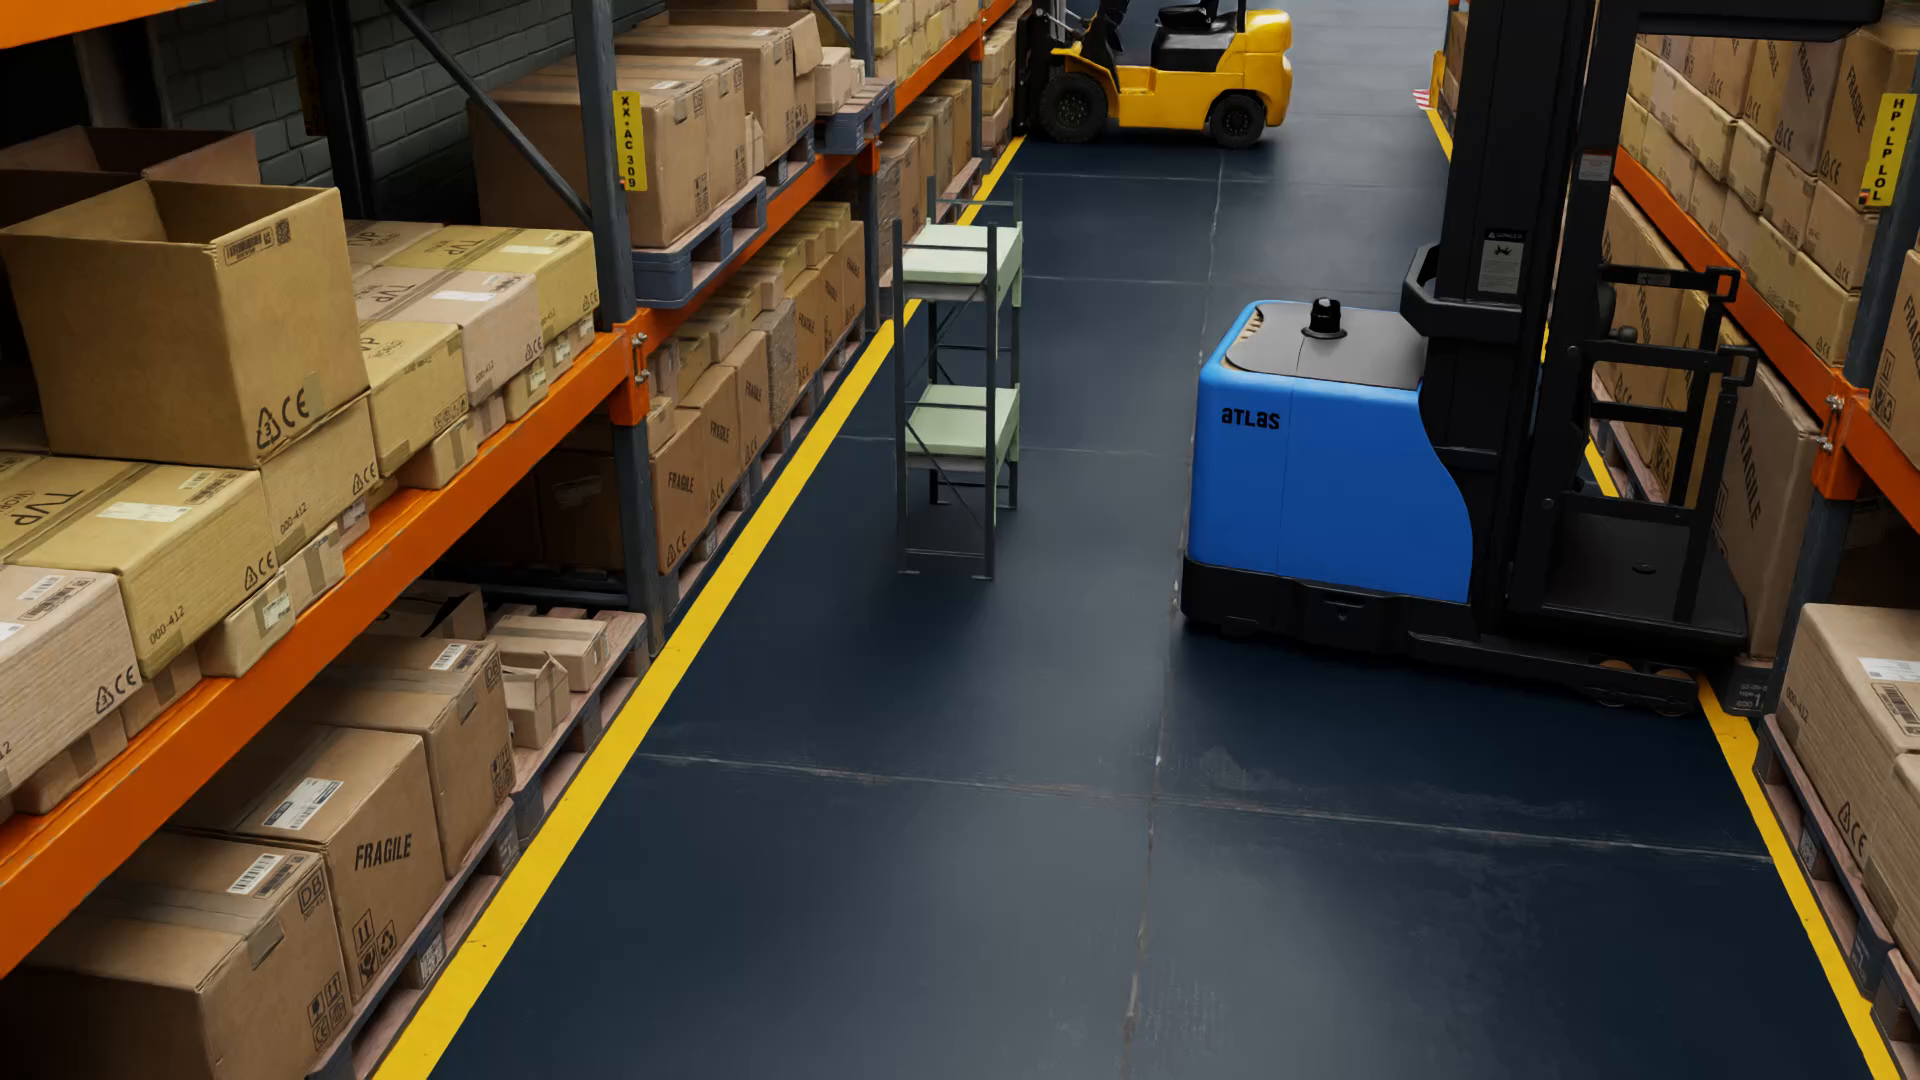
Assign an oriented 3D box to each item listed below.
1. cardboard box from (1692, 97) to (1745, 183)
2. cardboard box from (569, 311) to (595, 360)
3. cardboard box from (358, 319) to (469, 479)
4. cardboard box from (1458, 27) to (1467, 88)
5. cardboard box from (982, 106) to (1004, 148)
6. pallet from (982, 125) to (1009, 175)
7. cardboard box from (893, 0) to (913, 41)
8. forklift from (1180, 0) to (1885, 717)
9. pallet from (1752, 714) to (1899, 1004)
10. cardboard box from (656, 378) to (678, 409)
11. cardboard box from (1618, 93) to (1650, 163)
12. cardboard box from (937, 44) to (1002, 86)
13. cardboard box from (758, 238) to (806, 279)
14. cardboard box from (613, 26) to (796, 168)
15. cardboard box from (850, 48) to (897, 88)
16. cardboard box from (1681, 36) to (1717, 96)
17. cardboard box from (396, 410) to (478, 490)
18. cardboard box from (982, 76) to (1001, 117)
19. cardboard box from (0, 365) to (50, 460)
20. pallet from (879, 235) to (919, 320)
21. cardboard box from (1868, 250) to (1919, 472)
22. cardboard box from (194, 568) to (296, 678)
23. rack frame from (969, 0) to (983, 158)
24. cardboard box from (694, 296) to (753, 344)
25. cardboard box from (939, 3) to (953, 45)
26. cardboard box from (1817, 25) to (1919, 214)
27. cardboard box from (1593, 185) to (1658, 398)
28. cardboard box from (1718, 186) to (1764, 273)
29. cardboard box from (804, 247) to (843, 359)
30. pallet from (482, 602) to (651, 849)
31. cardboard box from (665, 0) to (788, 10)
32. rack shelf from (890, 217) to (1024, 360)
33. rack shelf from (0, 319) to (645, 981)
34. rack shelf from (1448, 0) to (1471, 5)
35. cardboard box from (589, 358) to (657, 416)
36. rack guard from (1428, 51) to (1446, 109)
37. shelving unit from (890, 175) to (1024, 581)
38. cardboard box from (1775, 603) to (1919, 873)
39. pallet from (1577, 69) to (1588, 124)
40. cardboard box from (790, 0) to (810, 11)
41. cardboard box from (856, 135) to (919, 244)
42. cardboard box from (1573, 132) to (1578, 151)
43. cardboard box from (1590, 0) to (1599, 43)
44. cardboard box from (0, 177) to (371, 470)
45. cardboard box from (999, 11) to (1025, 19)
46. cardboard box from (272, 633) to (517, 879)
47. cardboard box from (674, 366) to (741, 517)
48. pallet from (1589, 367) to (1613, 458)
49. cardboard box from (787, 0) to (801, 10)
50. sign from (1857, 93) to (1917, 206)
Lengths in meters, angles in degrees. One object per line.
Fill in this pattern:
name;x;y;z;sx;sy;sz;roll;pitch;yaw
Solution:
cardboard box;3.315;-1.624;6.768;0.500;0.250;0.500;4;25;9
cardboard box;-1.438;-0.700;5.503;0.380;0.149;0.250;4;25;9
cardboard box;-1.639;-0.383;4.357;0.500;0.250;0.500;4;25;8
cardboard box;4.645;-4.169;14.482;0.500;0.500;0.500;5;25;10
cardboard box;0.079;-3.435;13.798;0.500;0.250;0.500;4;25;9
pallet;-0.156;-3.377;14.216;1.003;0.211;1.213;4;25;9
cardboard box;-0.584;-3.174;10.080;0.500;0.250;0.500;5;26;10
forklift;2.435;-0.954;5.831;3.031;2.935;1.130;9;26;18
pallet;3.061;0.953;4.964;1.003;0.211;1.213;4;25;9
cardboard box;-1.345;-0.569;6.616;0.380;0.149;0.250;3;25;7
cardboard box;3.588;-2.040;8.247;0.500;0.250;0.500;4;25;8
cardboard box;0.061;-3.889;13.588;0.500;0.250;0.500;4;25;8
cardboard box;-1.000;-1.435;8.465;0.380;0.149;0.250;5;26;10
cardboard box;-1.122;-1.932;7.225;0.700;0.500;0.500;4;25;8
cardboard box;-0.667;-2.738;9.739;0.500;0.250;0.500;4;25;9
cardboard box;3.423;-2.181;7.073;0.500;0.500;0.500;5;25;10
cardboard box;-1.561;-0.263;4.569;0.380;0.149;0.250;4;25;8
cardboard box;0.056;-3.663;13.695;0.500;0.250;0.500;4;25;8
cardboard box;-2.218;-0.210;3.987;0.500;0.250;0.500;4;25;8
pallet;-0.808;-1.716;10.667;1.003;0.211;1.213;4;25;9
cardboard box;2.928;-0.489;4.639;0.500;0.500;0.500;5;26;10
cardboard box;-1.704;0.168;3.648;0.380;0.149;0.250;3;25;7
rack frame;-0.327;-4.310;12.921;1.000;3.000;0.127;4;25;9
cardboard box;-1.162;-0.998;7.533;0.380;0.149;0.250;5;26;10
cardboard box;-0.340;-3.597;11.574;0.500;0.250;0.500;4;25;9
cardboard box;3.088;-1.325;5.244;0.500;0.500;0.500;5;26;10
cardboard box;3.722;-1.240;8.372;0.875;0.875;0.875;4;25;8
cardboard box;3.273;-1.182;6.414;0.500;0.250;0.500;3;25;7
cardboard box;-0.930;-1.295;8.932;0.500;0.500;0.500;4;25;8
pallet;-1.748;0.586;5.750;1.003;0.211;1.213;4;25;9
cardboard box;-1.219;-2.669;8.800;0.500;0.500;0.500;5;26;11
rack shelf;0.001;-1.036;6.773;0.431;0.370;0.720;4;25;9
rack shelf;-1.961;0.198;4.138;1.077;0.370;4.000;4;25;9
rack shelf;4.897;-4.479;14.129;1.077;0.370;4.000;4;25;9
cardboard box;-1.373;-0.587;6.303;0.380;0.149;0.250;4;25;8
rack guard;5.212;-4.477;16.225;1.175;0.500;0.348;4;25;9
shelving unit;0.001;-0.682;6.938;0.431;1.500;0.755;4;25;9
cardboard box;3.054;0.603;4.950;0.875;0.438;0.875;4;25;8
pallet;3.928;-2.514;9.308;1.213;0.211;1.003;4;25;9
cardboard box;-1.182;-3.003;9.715;0.500;0.250;0.500;5;25;10
cardboard box;-0.766;-2.286;10.901;0.875;0.625;0.625;5;26;10
cardboard box;4.487;-2.749;12.188;0.950;0.372;0.625;4;25;9
cardboard box;3.717;-2.875;8.889;0.500;0.500;0.500;3;25;7
cardboard box;-1.704;-0.497;3.714;0.500;0.500;0.500;5;25;10
cardboard box;0.409;-4.741;15.409;0.500;0.250;0.500;4;25;9
cardboard box;-1.747;0.612;4.857;0.700;0.500;0.500;3;25;7
cardboard box;-1.256;-0.433;7.089;0.500;0.500;0.500;4;25;8
pallet;3.713;-0.708;8.513;1.003;0.211;1.213;4;25;9
cardboard box;-1.127;-3.127;9.508;0.380;0.149;0.250;5;26;10
sign;2.726;-1.144;4.884;0.100;0.325;0.005;4;25;9
